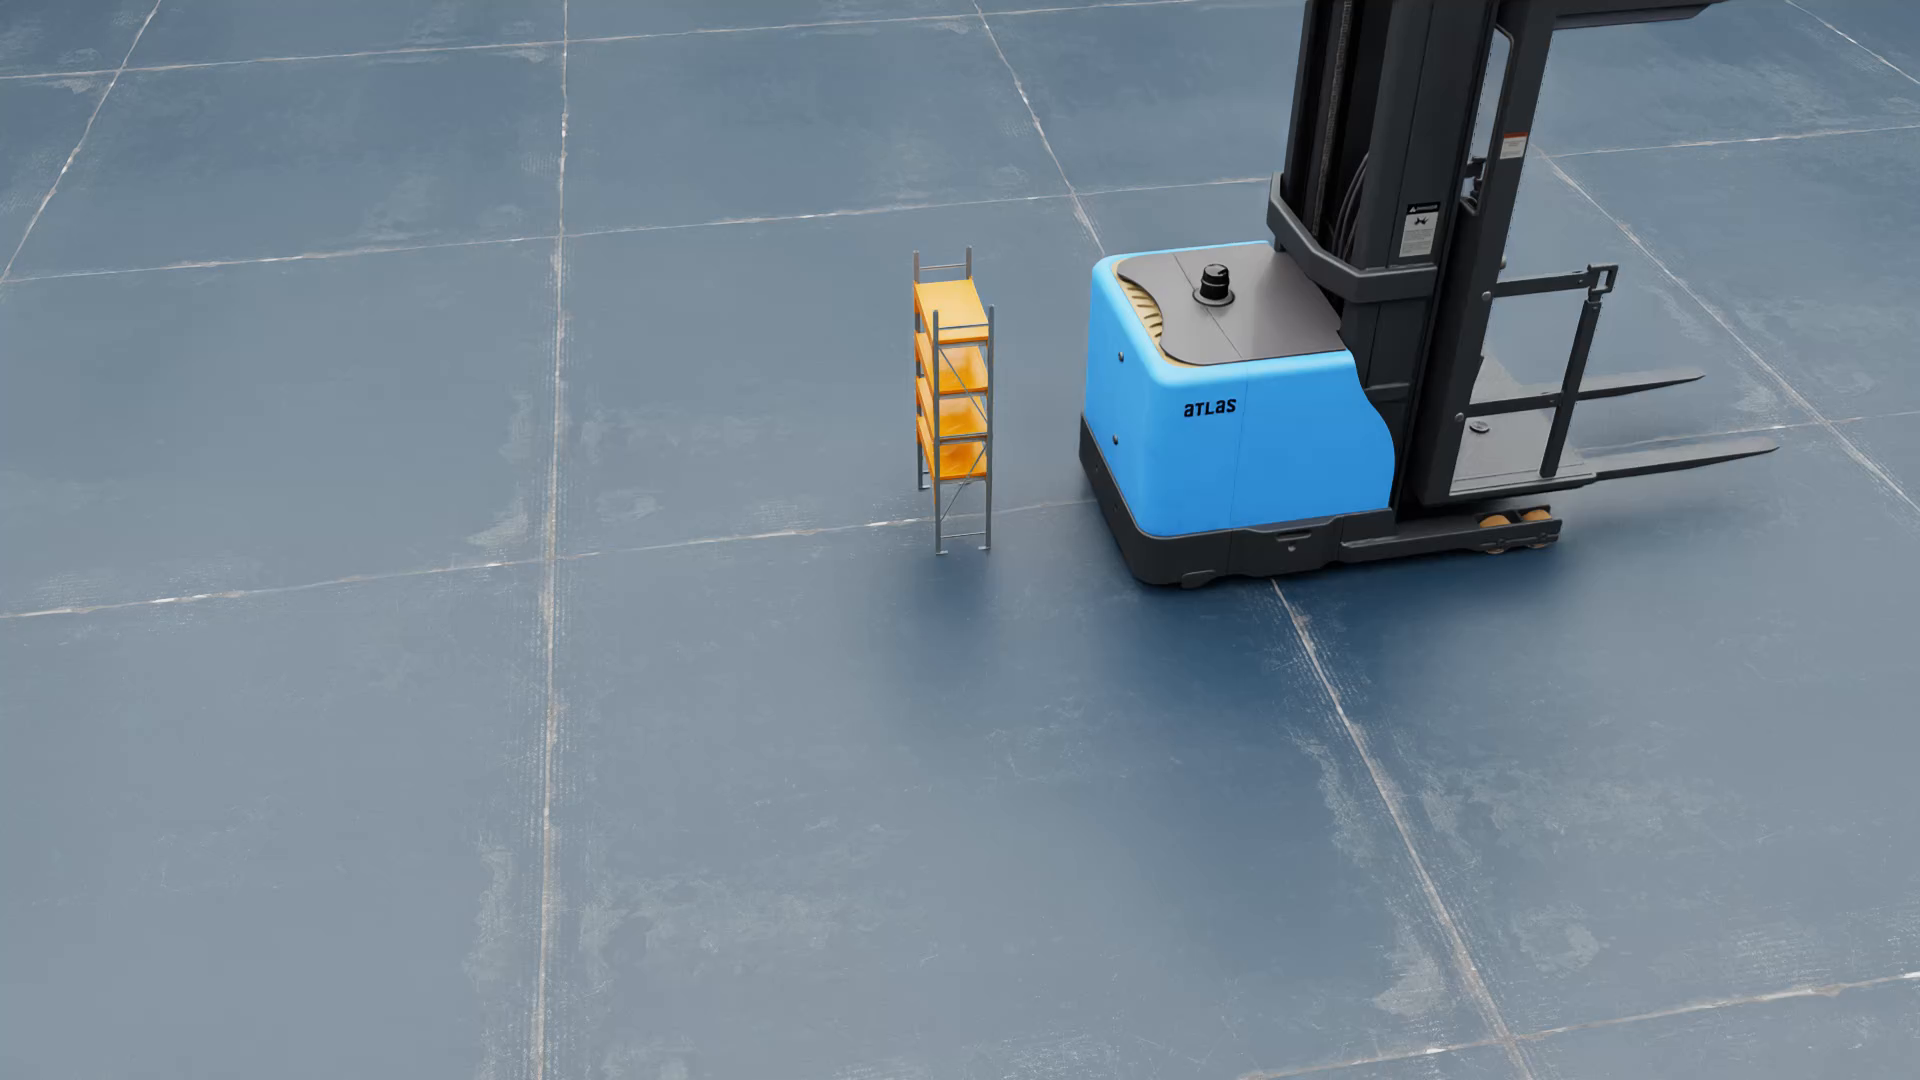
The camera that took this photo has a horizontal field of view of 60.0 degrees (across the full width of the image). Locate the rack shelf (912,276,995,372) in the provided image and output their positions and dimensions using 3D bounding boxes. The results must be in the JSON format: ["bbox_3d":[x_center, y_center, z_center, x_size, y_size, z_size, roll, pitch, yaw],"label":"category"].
[{"bbox_3d":[-0.029,-0.884,6.770,0.258,0.148,0.480,-6,38,-8],"label":"rack shelf"}]

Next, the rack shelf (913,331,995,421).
[{"bbox_3d":[-0.029,-0.697,6.915,0.258,0.148,0.480,-6,38,-8],"label":"rack shelf"}]

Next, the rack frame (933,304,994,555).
[{"bbox_3d":[0.014,-0.426,6.821,0.240,1.200,0.015,-6,38,-8],"label":"rack frame"}]

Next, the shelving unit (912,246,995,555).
[{"bbox_3d":[-0.029,-0.574,7.011,0.258,1.200,0.503,-6,38,-8],"label":"shelving unit"}]

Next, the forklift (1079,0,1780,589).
[{"bbox_3d":[2.116,-1.408,6.674,3.031,2.935,1.130,-7,38,-9],"label":"forklift"}]

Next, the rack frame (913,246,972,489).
[{"bbox_3d":[-0.072,-0.721,7.200,0.240,1.200,0.015,-6,38,-8],"label":"rack frame"}]

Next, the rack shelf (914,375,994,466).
[{"bbox_3d":[-0.029,-0.521,7.052,0.258,0.148,0.480,-6,38,-8],"label":"rack shelf"}]

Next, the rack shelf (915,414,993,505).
[{"bbox_3d":[-0.029,-0.364,7.174,0.258,0.148,0.480,-6,38,-8],"label":"rack shelf"}]
